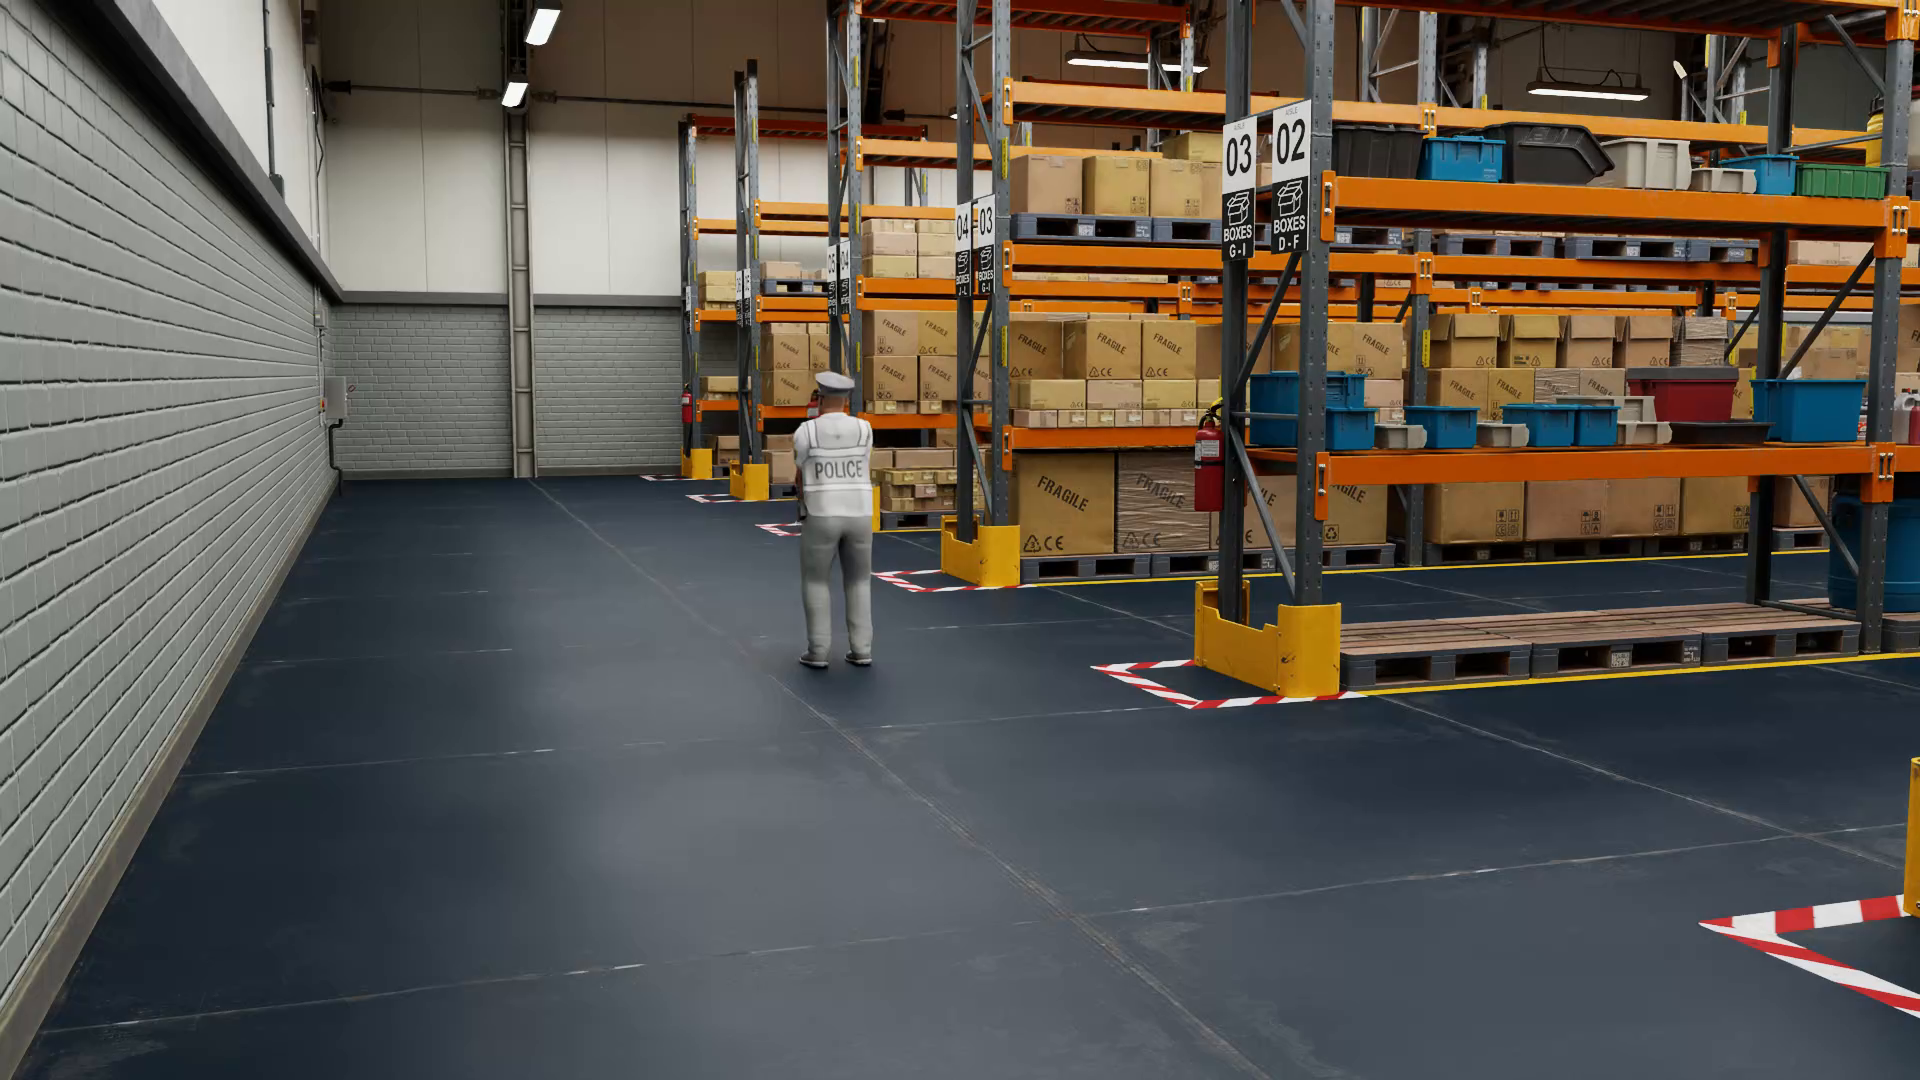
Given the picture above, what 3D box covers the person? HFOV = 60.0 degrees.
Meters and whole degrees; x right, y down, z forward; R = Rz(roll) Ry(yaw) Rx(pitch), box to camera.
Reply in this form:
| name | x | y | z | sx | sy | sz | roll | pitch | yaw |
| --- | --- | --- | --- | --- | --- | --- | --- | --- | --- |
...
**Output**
| name | x | y | z | sx | sy | sz | roll | pitch | yaw |
| --- | --- | --- | --- | --- | --- | --- | --- | --- | --- |
| person | -0.781 | -0.128 | 10.036 | 0.490 | 1.766 | 0.564 | -2 | 6 | -19 |
